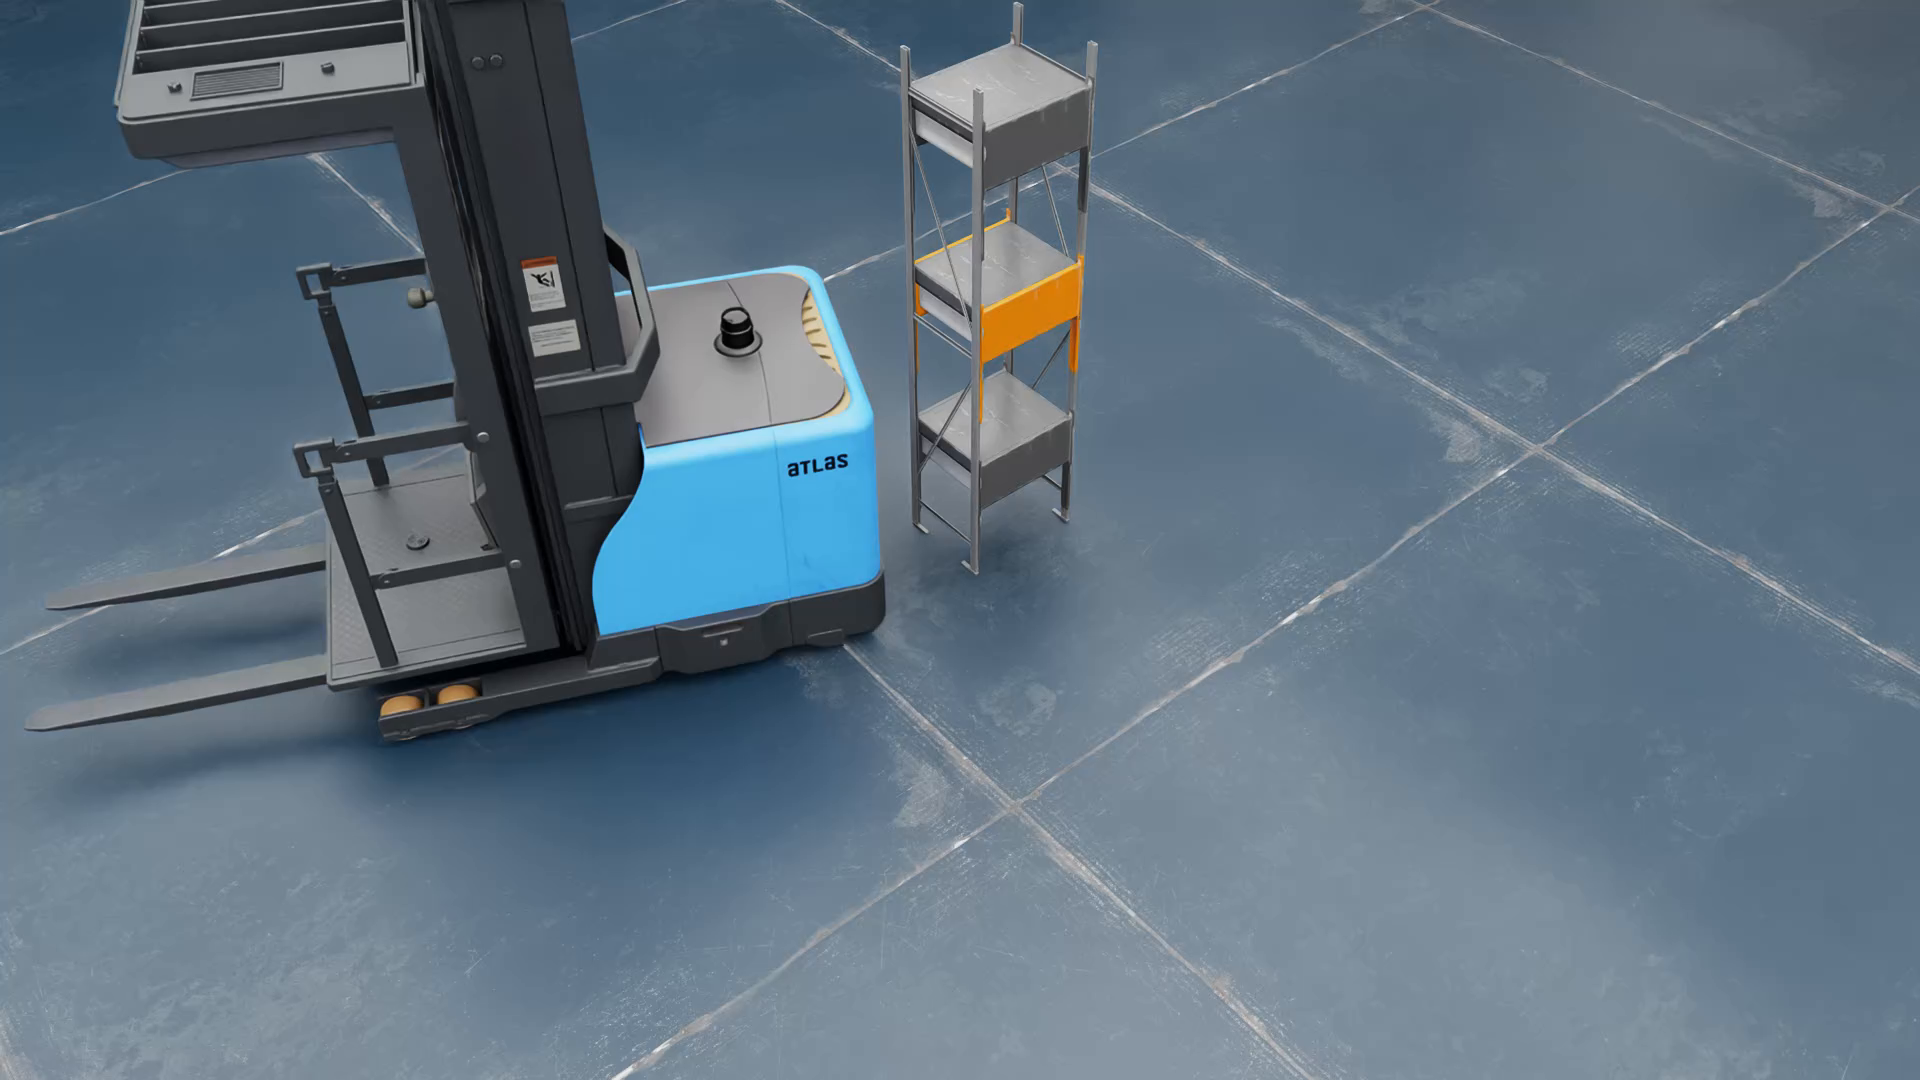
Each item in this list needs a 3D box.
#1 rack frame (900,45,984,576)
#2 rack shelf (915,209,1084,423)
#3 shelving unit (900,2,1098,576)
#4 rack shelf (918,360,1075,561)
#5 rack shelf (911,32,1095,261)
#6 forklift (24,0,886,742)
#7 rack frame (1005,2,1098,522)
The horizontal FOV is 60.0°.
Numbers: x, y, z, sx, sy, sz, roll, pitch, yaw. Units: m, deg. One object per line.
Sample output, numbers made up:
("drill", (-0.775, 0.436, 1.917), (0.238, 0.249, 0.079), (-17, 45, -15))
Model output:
("rack frame", (-0.060, -0.731, 5.994), (0.015, 2.100, 0.400), (-30, 51, -28))
("rack shelf", (0.127, -0.828, 6.118), (0.480, 0.518, 0.431), (-30, 51, -28))
("shelving unit", (0.127, -0.838, 6.109), (0.503, 2.100, 0.431), (-30, 51, -28))
("rack shelf", (0.127, -0.318, 6.597), (0.480, 0.518, 0.431), (-30, 51, -28))
("rack shelf", (0.127, -1.338, 5.639), (0.480, 0.518, 0.431), (-30, 51, -28))
("forklift", (-1.858, -0.753, 5.411), (3.031, 2.935, 1.130), (-11, 44, -11))
("rack frame", (0.314, -0.945, 6.223), (0.015, 2.100, 0.400), (-30, 51, -28))
